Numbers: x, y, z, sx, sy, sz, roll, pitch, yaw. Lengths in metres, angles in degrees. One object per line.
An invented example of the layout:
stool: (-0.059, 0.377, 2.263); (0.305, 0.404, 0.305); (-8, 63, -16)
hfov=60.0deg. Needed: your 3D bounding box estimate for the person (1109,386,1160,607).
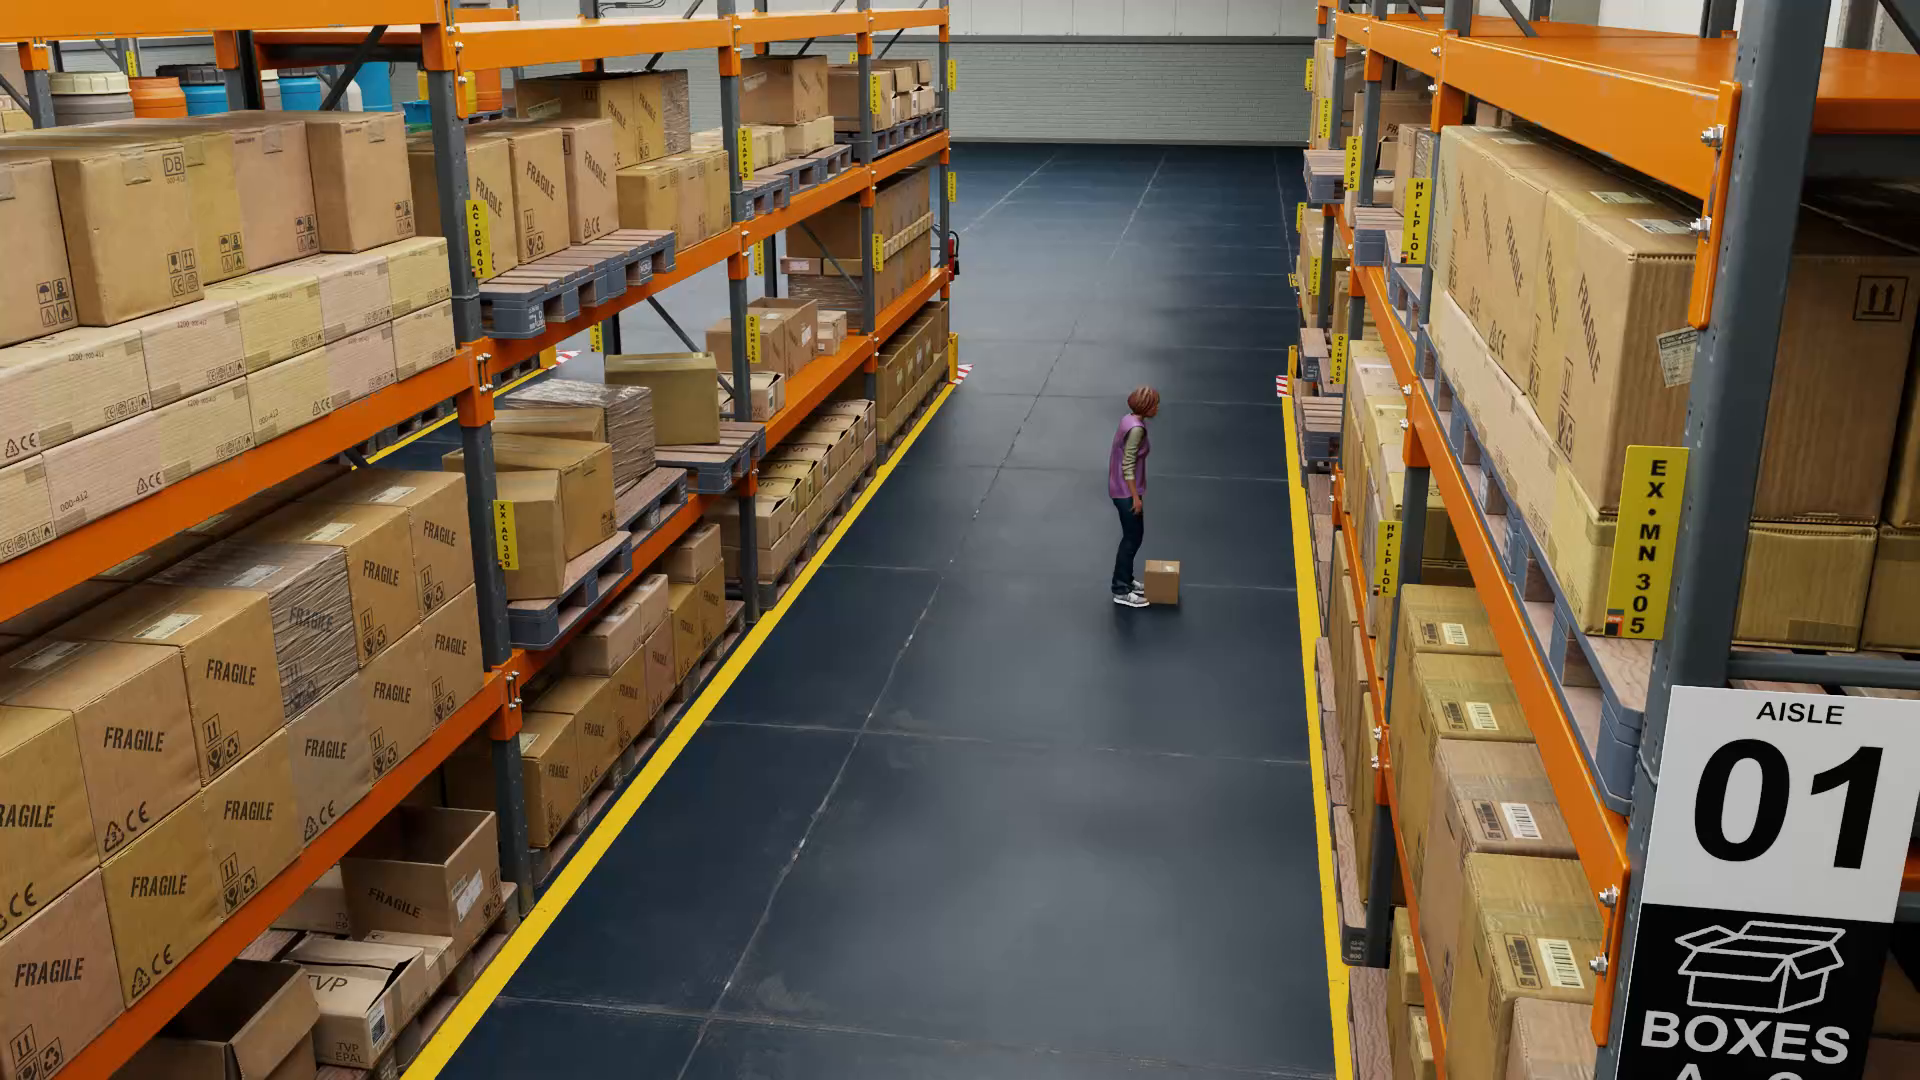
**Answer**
person: (1.253, -0.336, 12.097); (0.347, 1.593, 0.476); (2, 18, 7)
